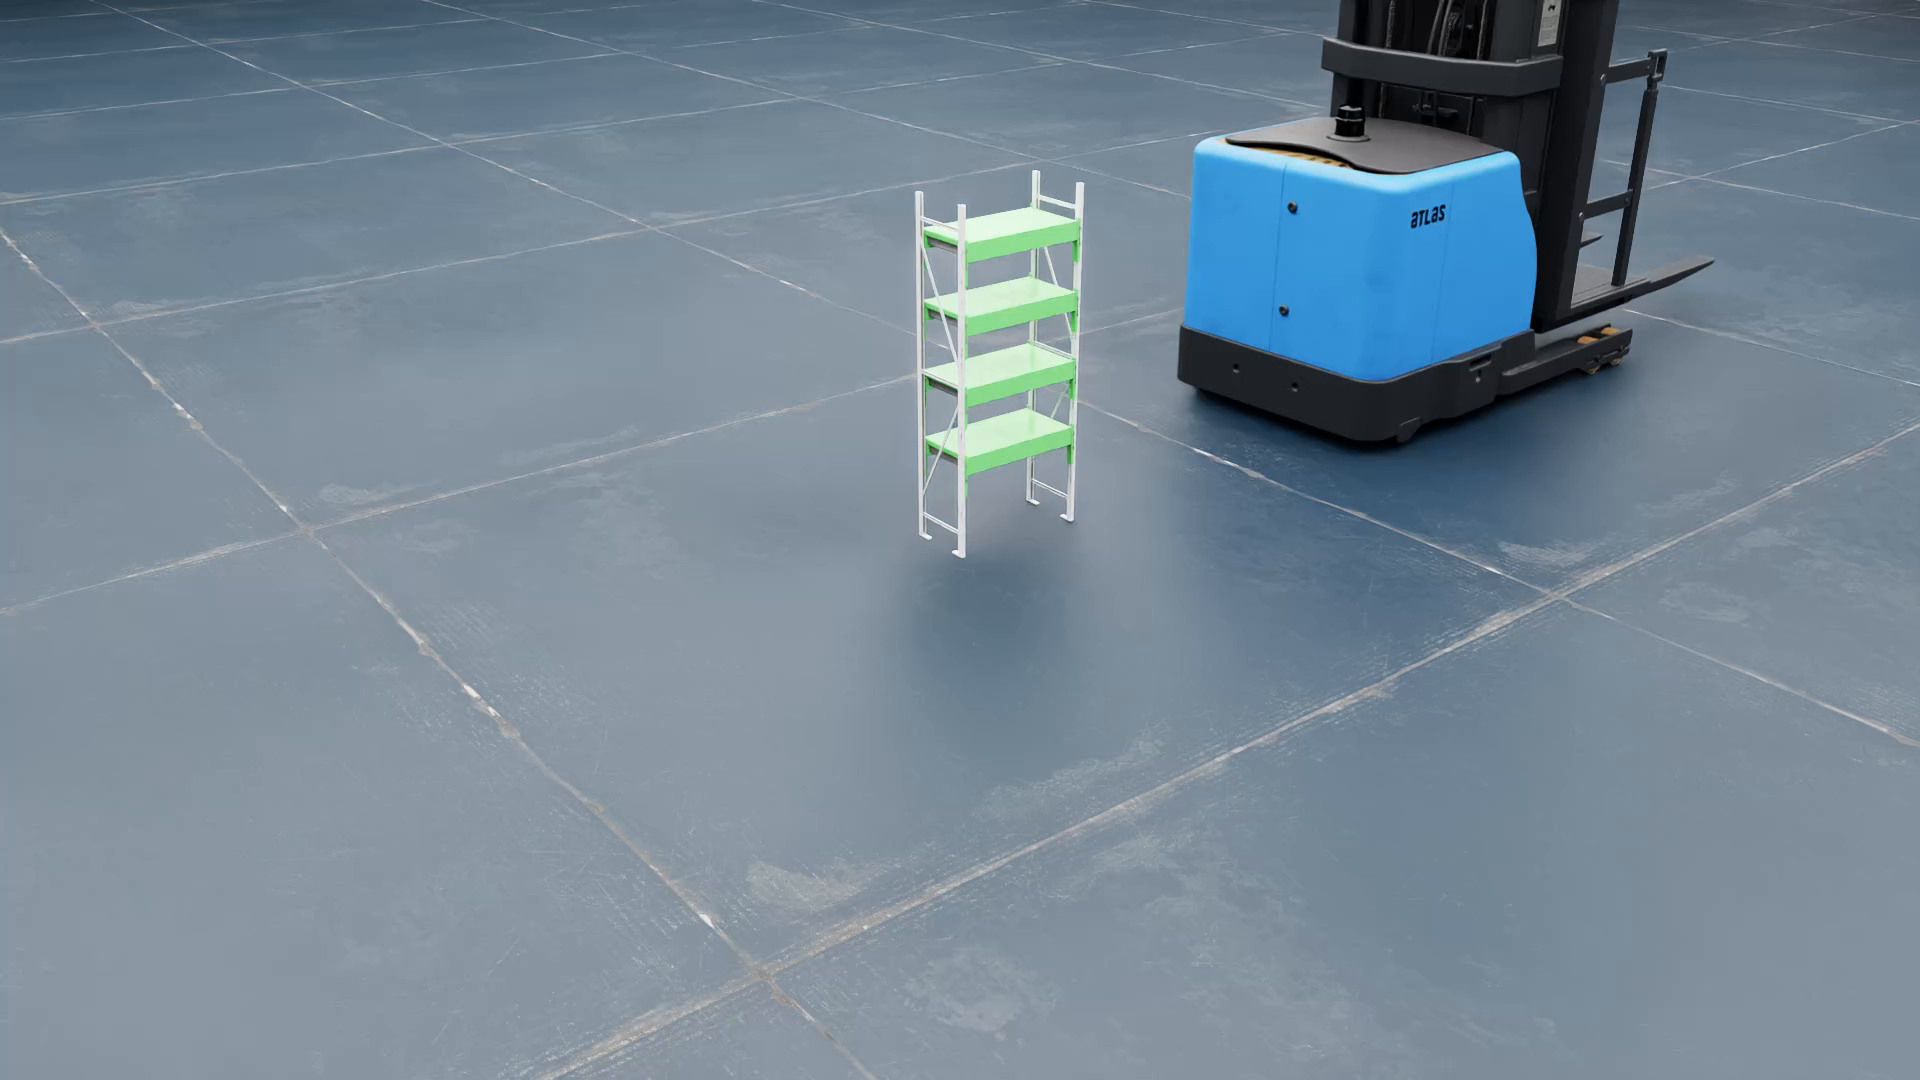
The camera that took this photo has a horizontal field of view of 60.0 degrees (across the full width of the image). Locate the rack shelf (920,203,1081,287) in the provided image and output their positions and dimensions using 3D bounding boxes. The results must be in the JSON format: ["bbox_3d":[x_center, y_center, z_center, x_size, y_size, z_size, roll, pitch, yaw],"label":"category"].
[{"bbox_3d":[0.130,-0.965,5.415,0.480,0.148,0.258,-18,31,-34],"label":"rack shelf"}]

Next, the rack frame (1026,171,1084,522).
[{"bbox_3d":[0.322,-0.651,5.727,0.015,1.200,0.240,-18,31,-34],"label":"rack frame"}]

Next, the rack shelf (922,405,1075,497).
[{"bbox_3d":[0.130,-0.312,5.718,0.480,0.148,0.258,-18,31,-34],"label":"rack shelf"}]

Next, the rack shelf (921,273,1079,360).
[{"bbox_3d":[0.130,-0.747,5.516,0.480,0.148,0.258,-18,31,-34],"label":"rack shelf"}]

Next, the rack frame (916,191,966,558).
[{"bbox_3d":[-0.062,-0.524,5.453,0.015,1.200,0.240,-18,31,-34],"label":"rack frame"}]

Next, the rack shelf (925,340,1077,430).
[{"bbox_3d":[0.130,-0.529,5.617,0.480,0.148,0.258,-18,31,-34],"label":"rack shelf"}]

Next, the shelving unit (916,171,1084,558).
[{"bbox_3d":[0.130,-0.587,5.590,0.503,1.200,0.258,-18,31,-34],"label":"shelving unit"}]

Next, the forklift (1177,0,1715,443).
[{"bbox_3d":[2.369,-2.207,7.024,3.031,2.935,1.130,-20,32,-36],"label":"forklift"}]
